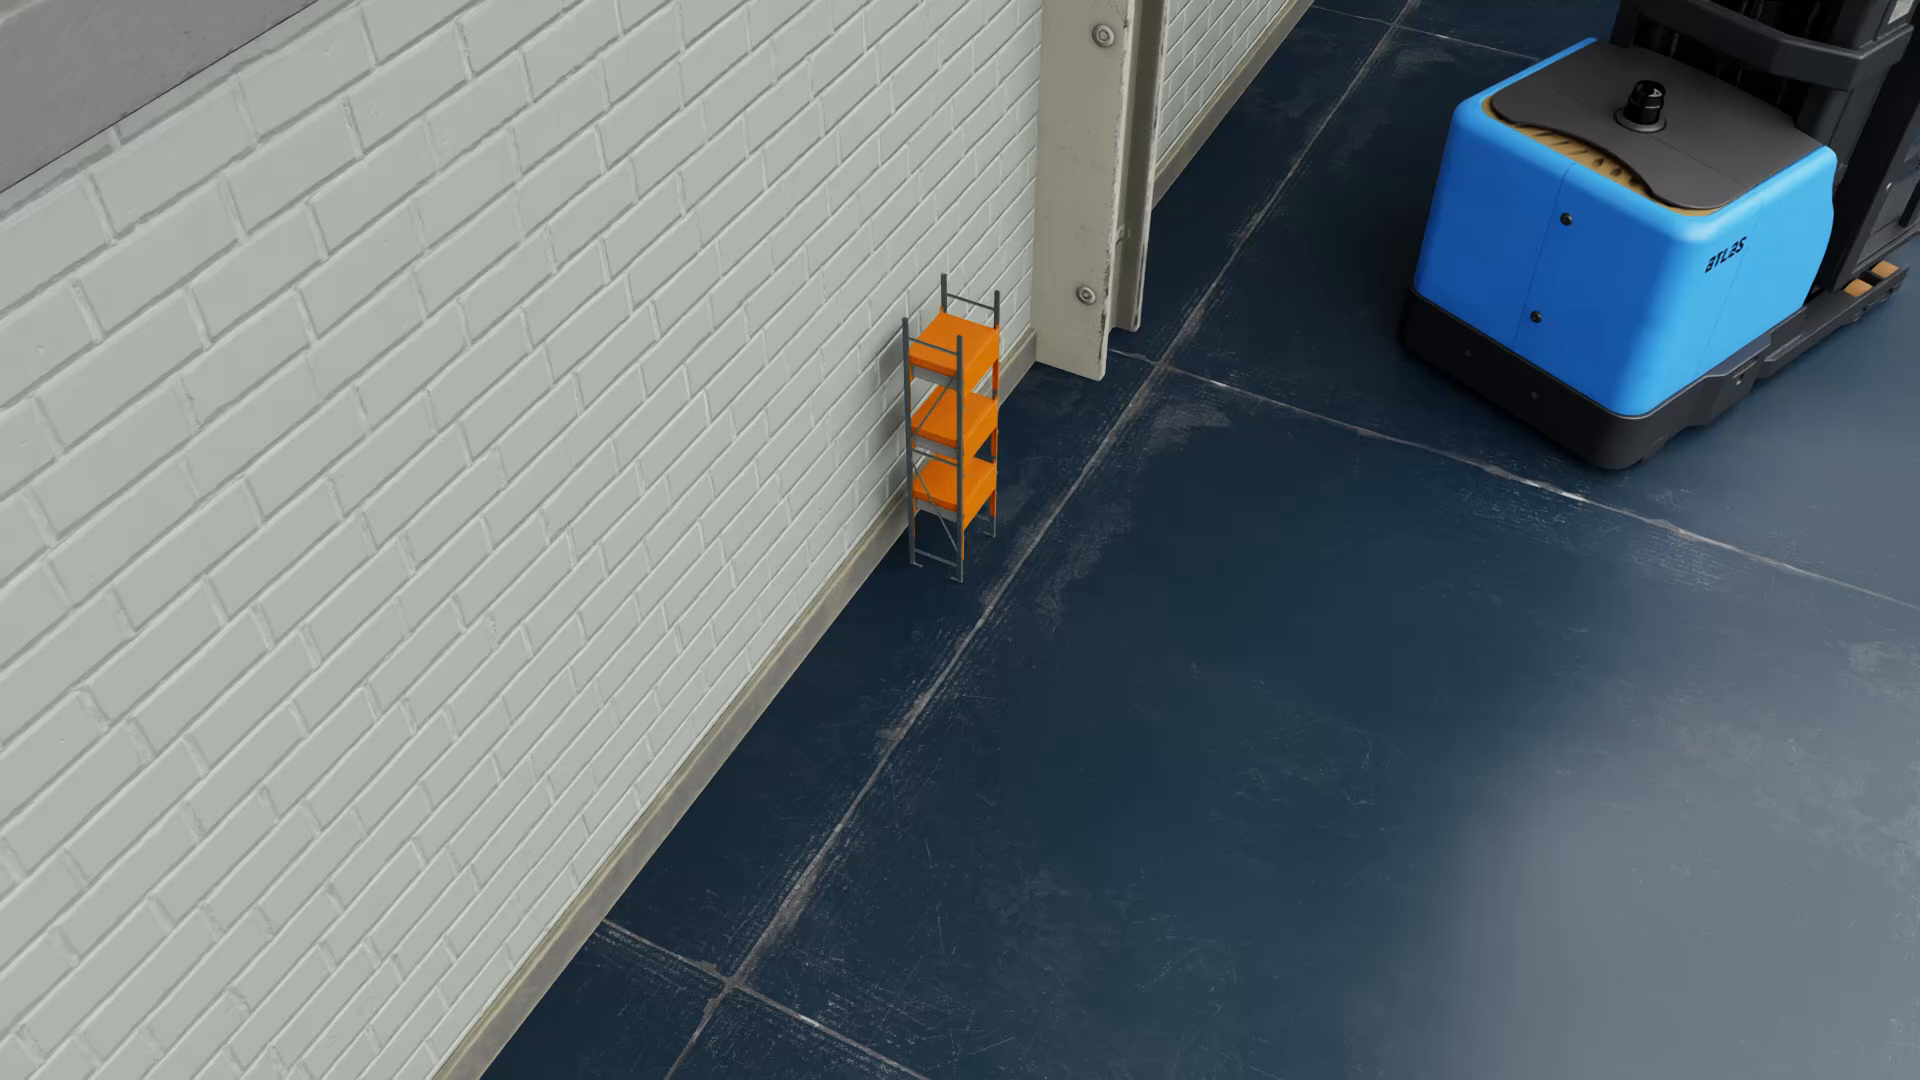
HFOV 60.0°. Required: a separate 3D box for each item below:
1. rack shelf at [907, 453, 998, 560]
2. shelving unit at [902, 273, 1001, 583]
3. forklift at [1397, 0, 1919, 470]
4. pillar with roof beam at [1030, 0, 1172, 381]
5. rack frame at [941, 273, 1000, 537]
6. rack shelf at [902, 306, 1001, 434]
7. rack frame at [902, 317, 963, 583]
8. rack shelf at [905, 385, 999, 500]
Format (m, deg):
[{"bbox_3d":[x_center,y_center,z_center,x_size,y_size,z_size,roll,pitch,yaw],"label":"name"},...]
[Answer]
[{"bbox_3d":[-0.025,-0.133,5.548,0.215,0.259,0.240,20,49,19],"label":"rack shelf"},{"bbox_3d":[-0.025,-0.335,5.343,0.215,1.050,0.252,20,49,19],"label":"shelving unit"},{"bbox_3d":[3.157,-2.162,5.826,3.031,2.935,1.130,-30,52,-26],"label":"forklift"},{"bbox_3d":[4.301,-2.523,1.917,9.100,9.000,0.400,20,49,19],"label":"pillar with roof beam"},{"bbox_3d":[0.032,-0.412,5.419,0.200,1.050,0.008,20,49,19],"label":"rack frame"},{"bbox_3d":[-0.025,-0.527,5.149,0.215,0.259,0.240,20,49,19],"label":"rack shelf"},{"bbox_3d":[-0.081,-0.258,5.267,0.200,1.050,0.008,20,49,19],"label":"rack frame"},{"bbox_3d":[-0.025,-0.328,5.351,0.215,0.259,0.240,20,49,19],"label":"rack shelf"}]
